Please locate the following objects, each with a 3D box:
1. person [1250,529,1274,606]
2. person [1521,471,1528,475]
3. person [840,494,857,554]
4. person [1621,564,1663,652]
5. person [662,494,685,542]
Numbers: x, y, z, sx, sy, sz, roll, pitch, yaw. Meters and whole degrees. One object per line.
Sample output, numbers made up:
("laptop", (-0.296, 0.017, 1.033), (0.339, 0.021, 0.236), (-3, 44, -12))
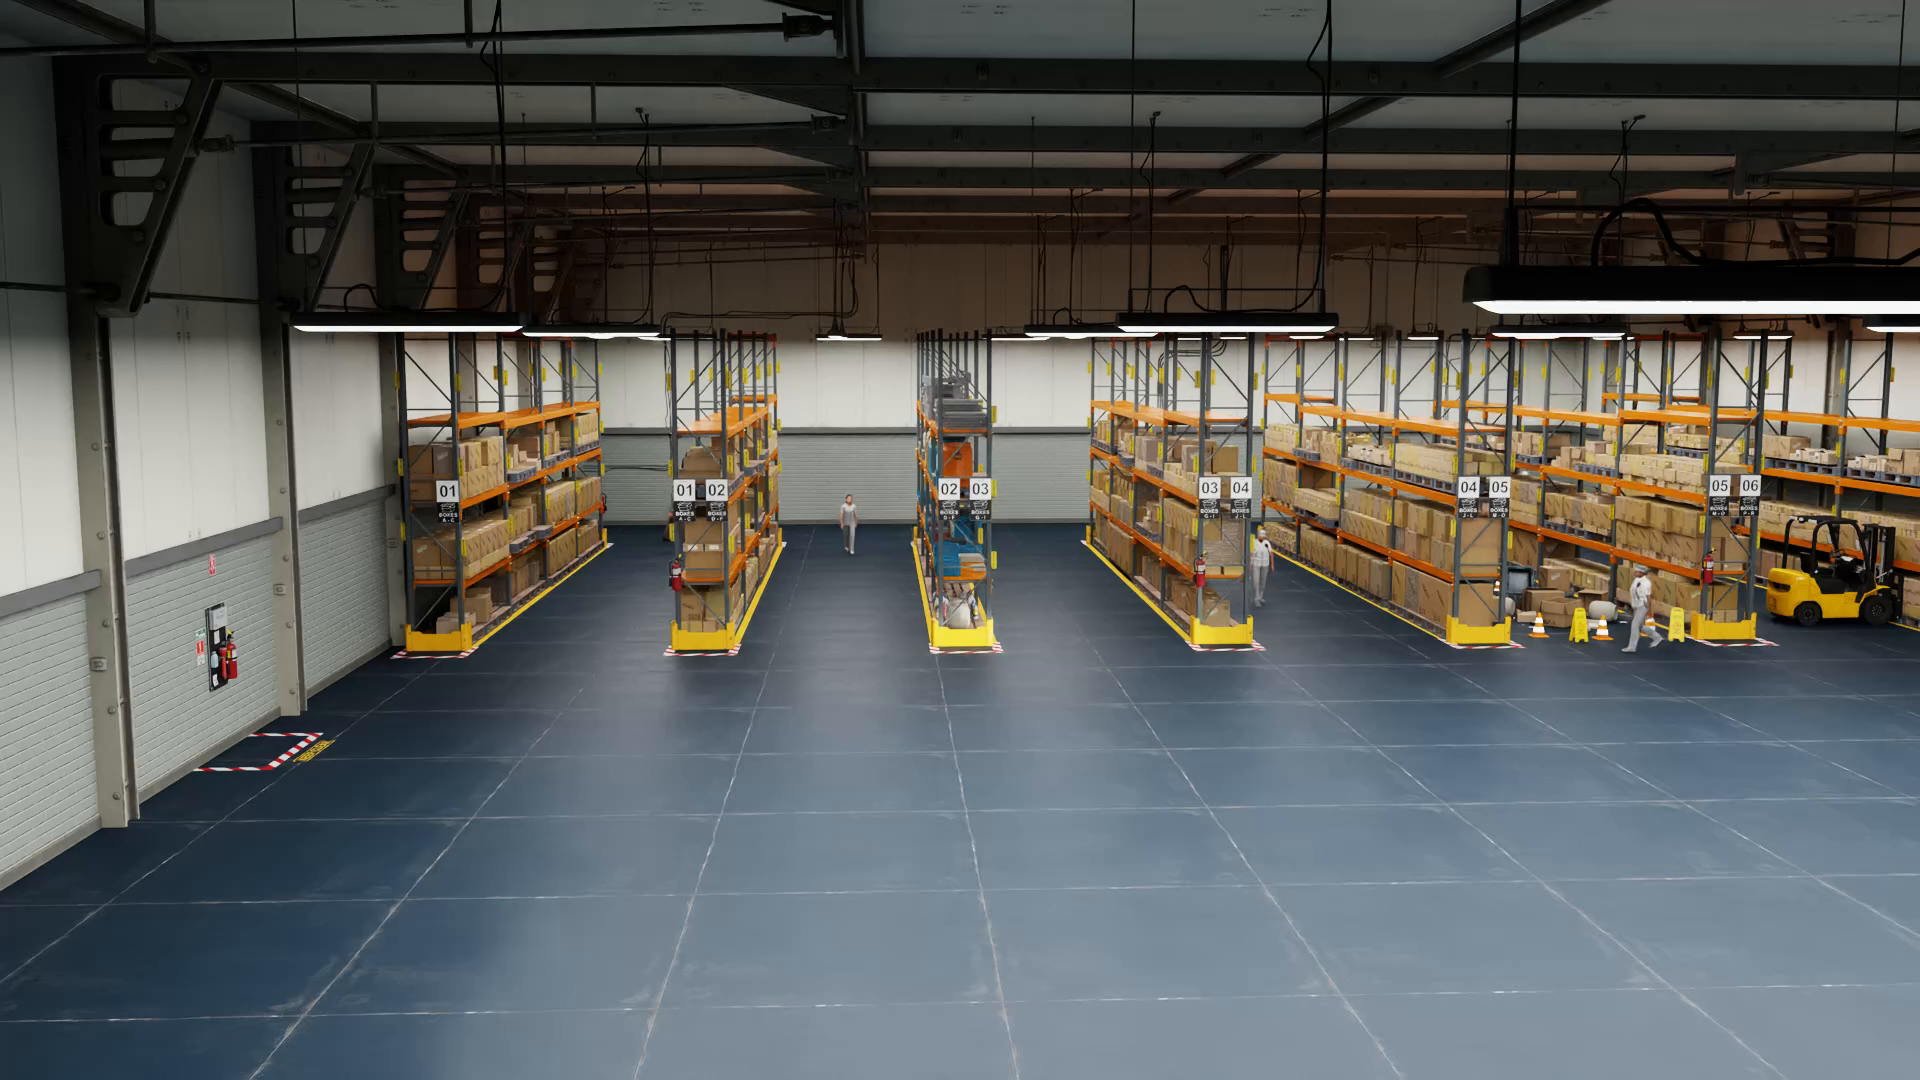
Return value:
("person", (6.641, 0.591, 36.674), (0.527, 1.679, 0.676), (-1, 7, -6))
("person", (17.560, -1.268, 51.897), (0.437, 1.788, 0.587), (-2, 7, -19))
("person", (-3.044, -0.442, 45.445), (0.469, 1.611, 1.082), (-1, 7, -5))
("person", (12.729, 1.250, 30.954), (0.891, 1.643, 0.468), (-1, 7, -10))
("person", (-8.148, -0.792, 48.048), (0.971, 1.660, 0.507), (-2, 7, -19))
